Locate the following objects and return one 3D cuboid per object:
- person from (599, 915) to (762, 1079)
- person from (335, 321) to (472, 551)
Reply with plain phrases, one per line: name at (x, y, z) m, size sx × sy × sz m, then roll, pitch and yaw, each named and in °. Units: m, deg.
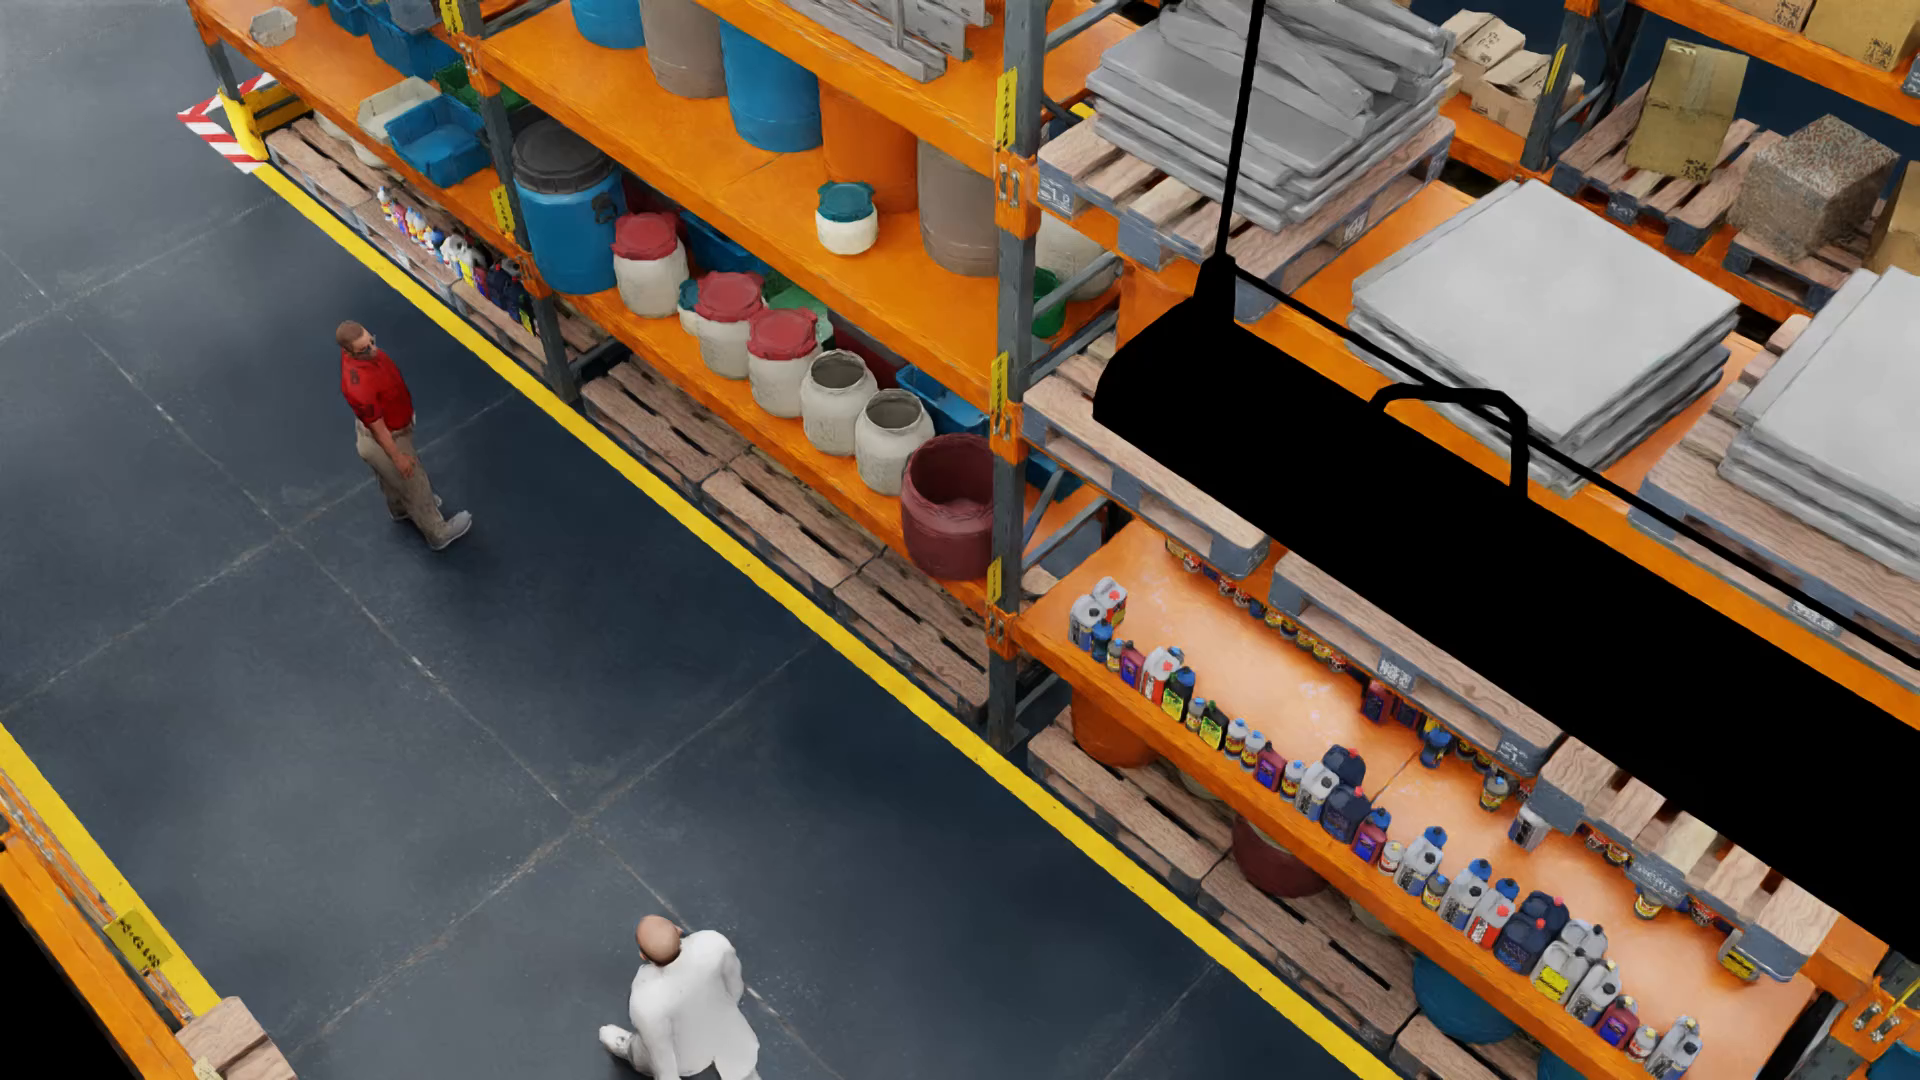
person at (-1.216, 2.159, 7.451) m, size 0.598 × 1.698 × 1.194 m, roll -37°, pitch 59°, yaw -27°
person at (-3.311, -0.620, 9.824) m, size 0.495 × 1.650 × 0.588 m, roll -12°, pitch 51°, yaw -10°
